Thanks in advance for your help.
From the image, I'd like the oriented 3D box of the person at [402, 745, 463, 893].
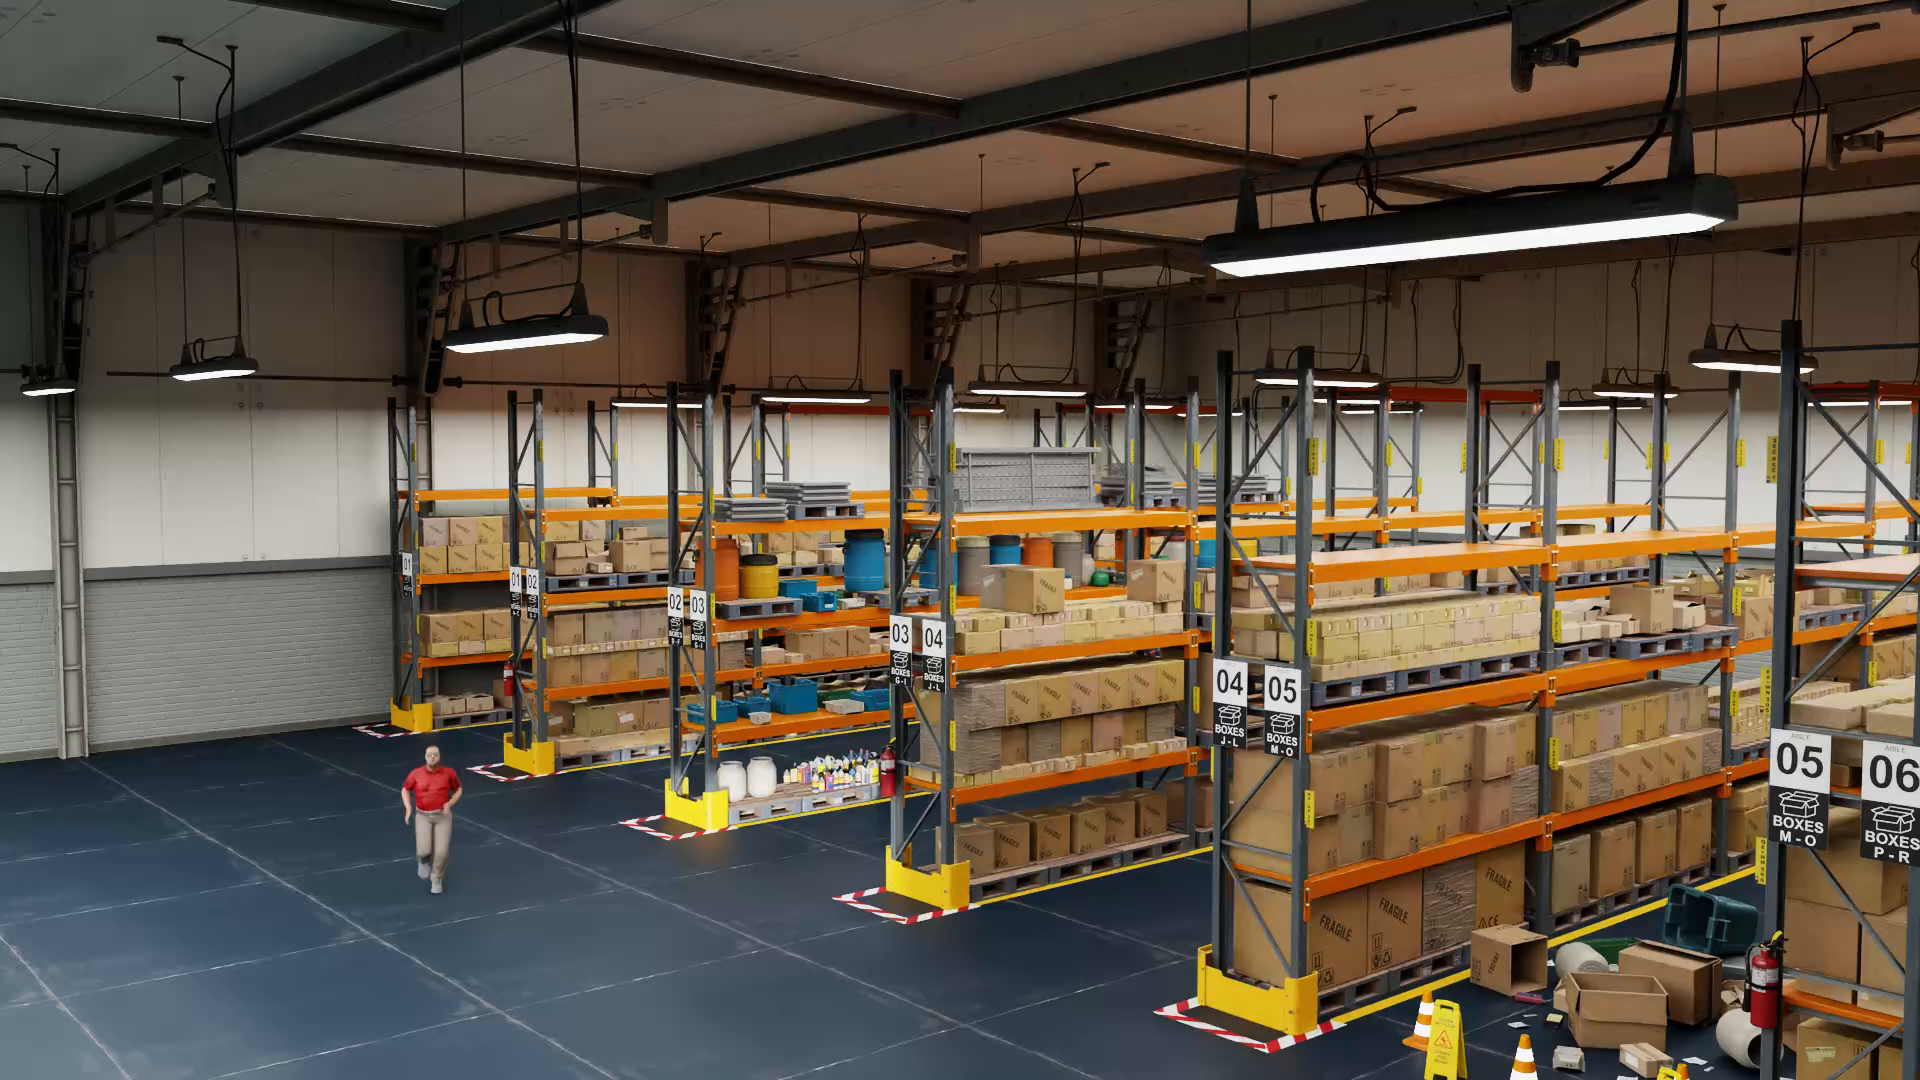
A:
[{"bbox_3d":[-6.066,3.213,19.146,0.670,1.681,0.554,-1,4,-20],"label":"person"}]
